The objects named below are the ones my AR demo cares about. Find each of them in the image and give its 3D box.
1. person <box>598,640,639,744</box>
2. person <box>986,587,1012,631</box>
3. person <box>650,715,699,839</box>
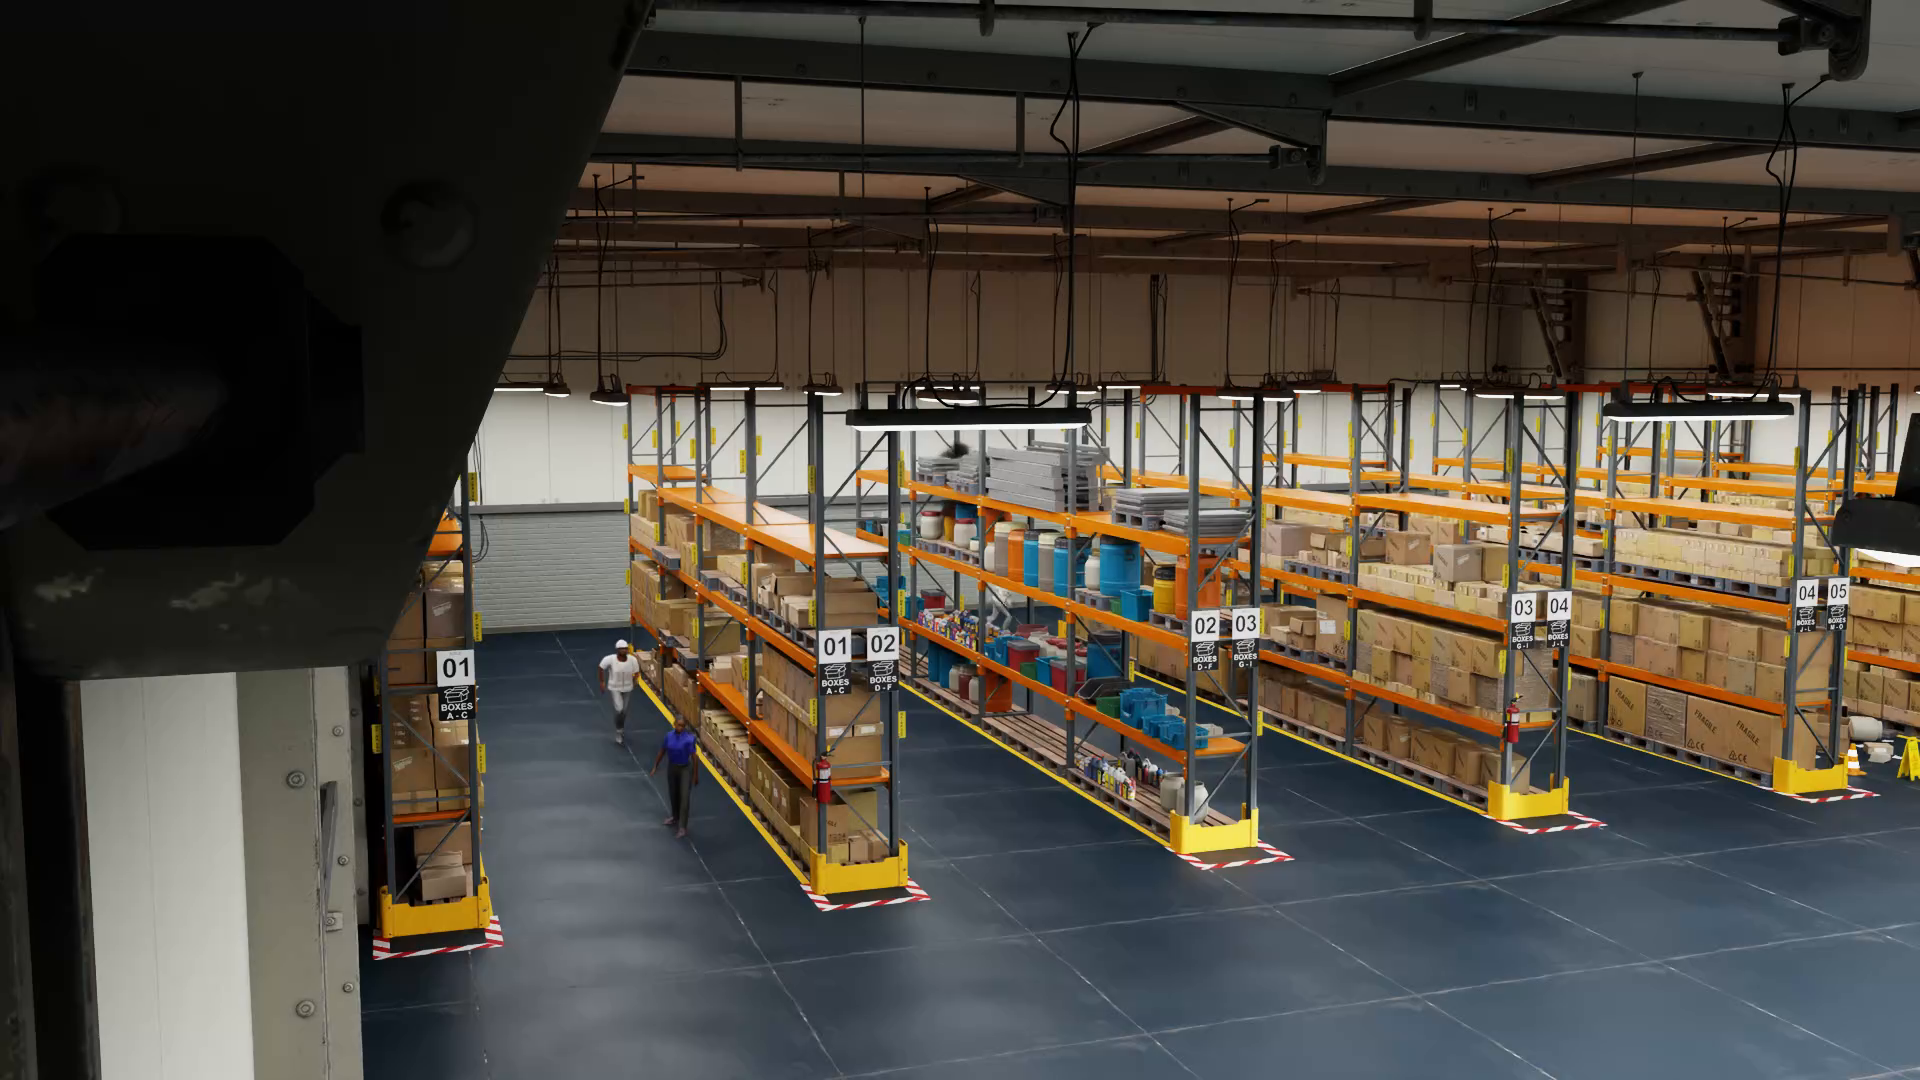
[{"bbox_3d":[-5.770,2.562,28.249,0.646,1.774,0.833,-3,7,-30],"label":"person"},{"bbox_3d":[0.867,1.526,39.420,1.029,1.525,0.610,0,6,-1],"label":"person"},{"bbox_3d":[-3.889,3.177,22.762,0.647,1.638,0.786,2,6,15],"label":"person"}]
